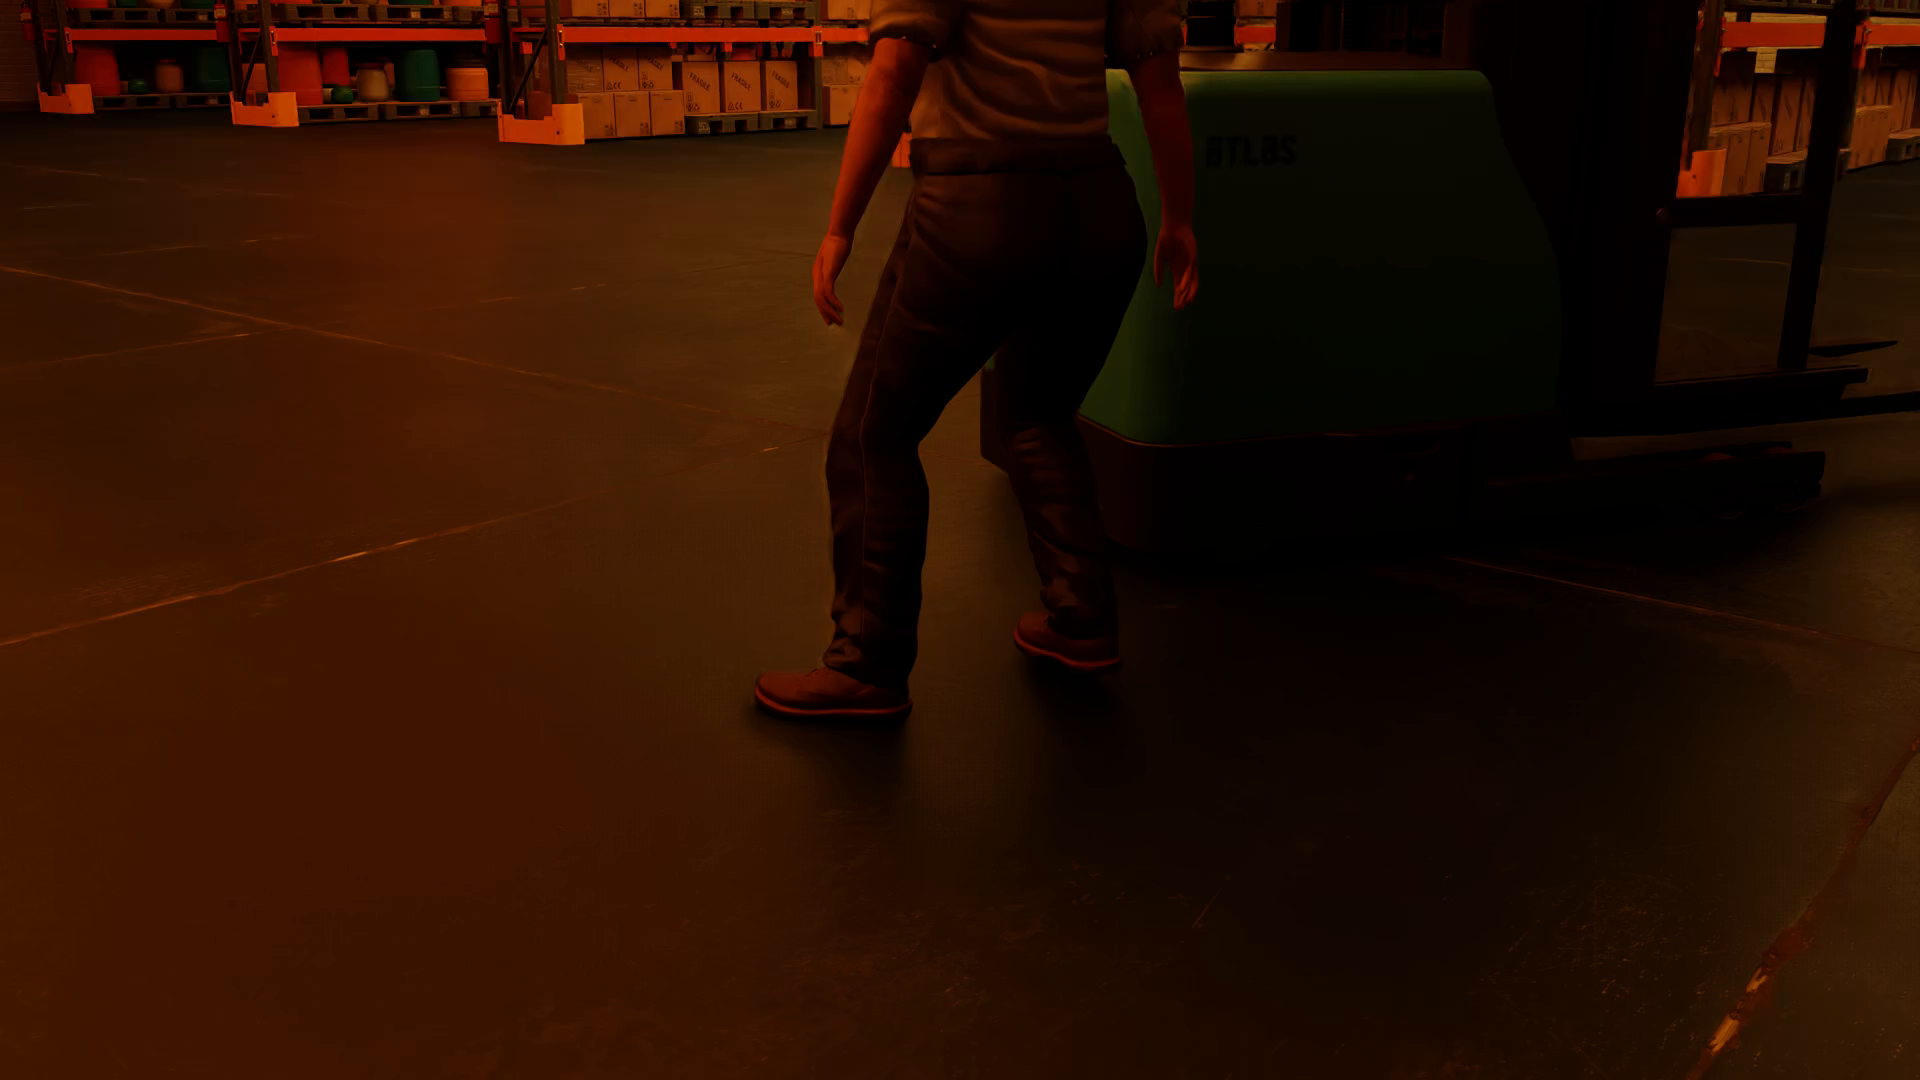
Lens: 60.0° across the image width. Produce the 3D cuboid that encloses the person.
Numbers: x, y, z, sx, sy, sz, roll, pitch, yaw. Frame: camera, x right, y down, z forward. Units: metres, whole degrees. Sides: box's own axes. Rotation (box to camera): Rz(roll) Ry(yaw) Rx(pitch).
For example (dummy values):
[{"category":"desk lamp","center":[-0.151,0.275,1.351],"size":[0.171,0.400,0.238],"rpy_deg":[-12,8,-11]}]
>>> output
[{"category":"person","center":[0.047,-0.497,2.821],"size":[0.796,1.608,0.377],"rpy_deg":[-11,20,-31]}]

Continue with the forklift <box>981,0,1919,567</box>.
[{"category":"forklift","center":[1.628,-1.589,4.129],"size":[3.031,2.935,1.130],"rpy_deg":[-6,18,-19]}]
